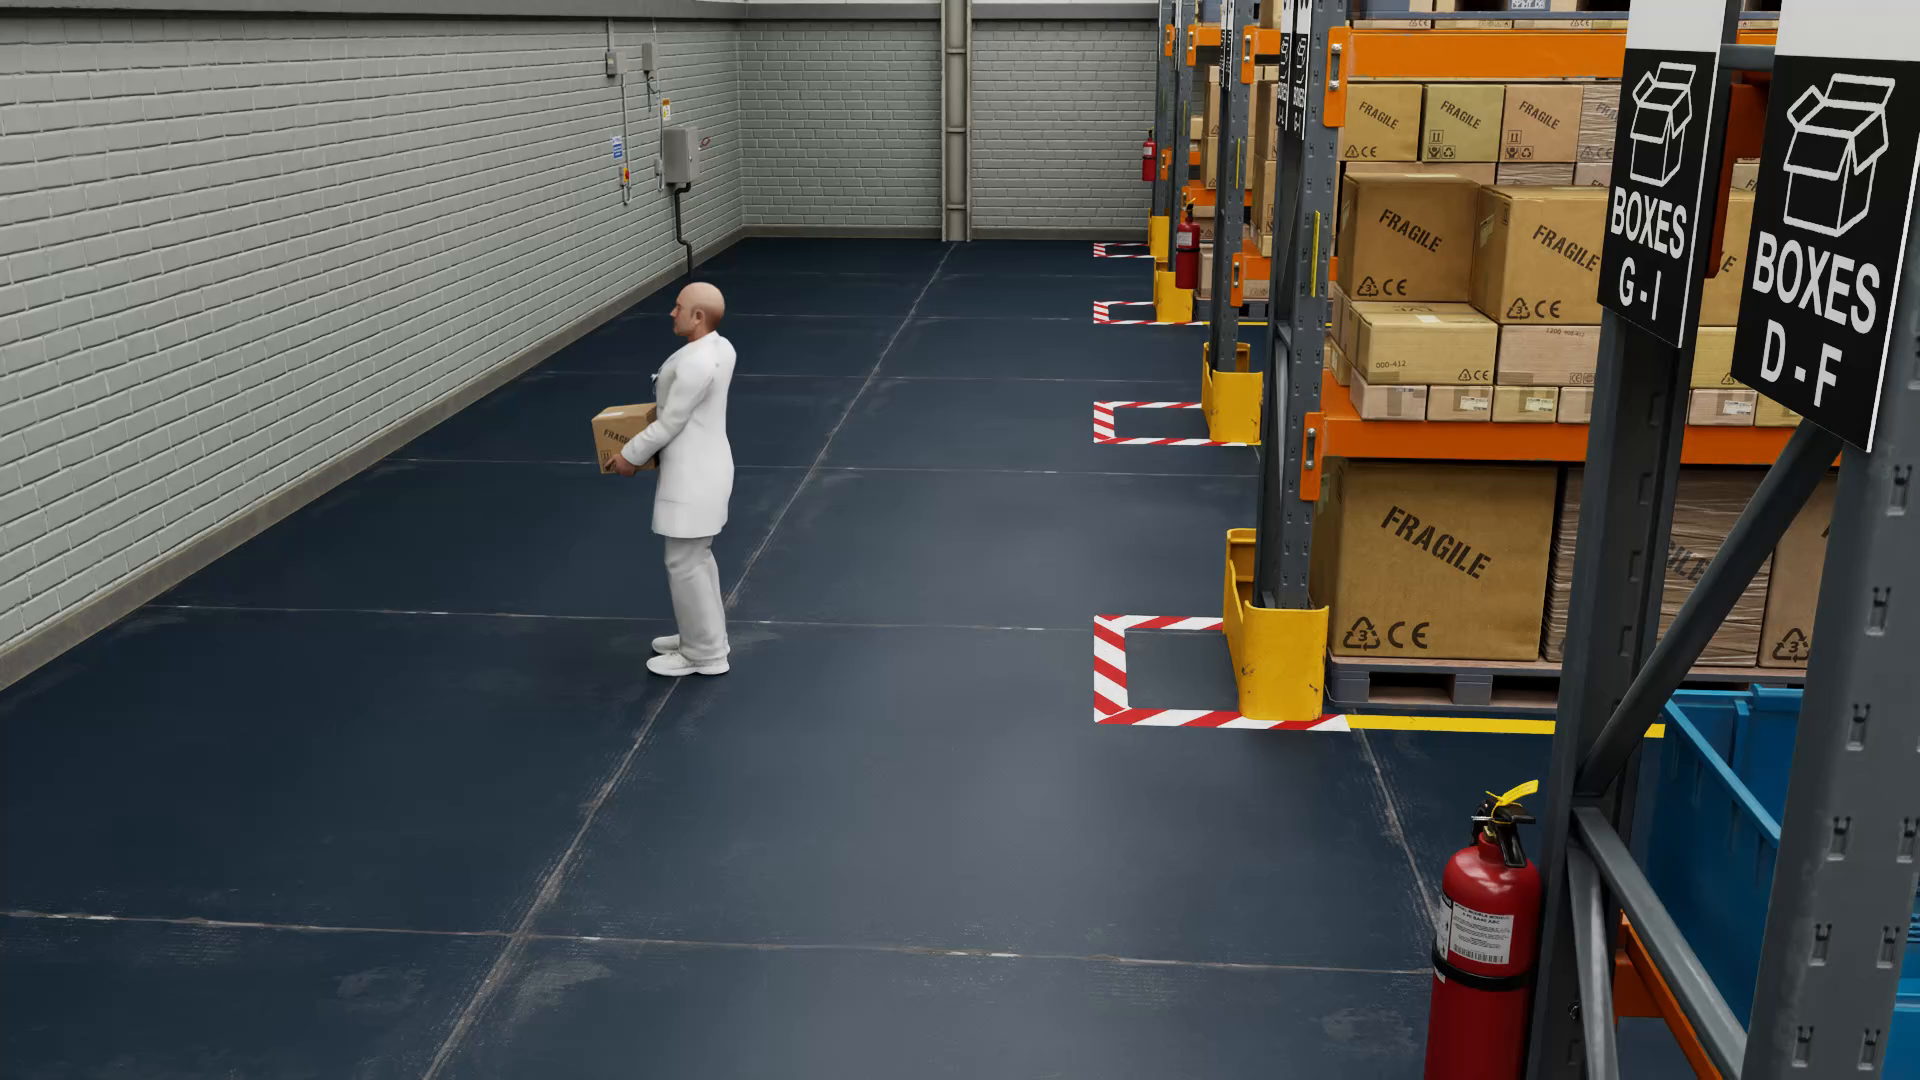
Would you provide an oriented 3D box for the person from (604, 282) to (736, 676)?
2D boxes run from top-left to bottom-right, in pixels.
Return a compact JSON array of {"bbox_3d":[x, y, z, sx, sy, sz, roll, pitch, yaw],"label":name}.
[{"bbox_3d":[-1.289,-0.276,7.472,0.554,1.771,0.529,2,17,5],"label":"person"}]
